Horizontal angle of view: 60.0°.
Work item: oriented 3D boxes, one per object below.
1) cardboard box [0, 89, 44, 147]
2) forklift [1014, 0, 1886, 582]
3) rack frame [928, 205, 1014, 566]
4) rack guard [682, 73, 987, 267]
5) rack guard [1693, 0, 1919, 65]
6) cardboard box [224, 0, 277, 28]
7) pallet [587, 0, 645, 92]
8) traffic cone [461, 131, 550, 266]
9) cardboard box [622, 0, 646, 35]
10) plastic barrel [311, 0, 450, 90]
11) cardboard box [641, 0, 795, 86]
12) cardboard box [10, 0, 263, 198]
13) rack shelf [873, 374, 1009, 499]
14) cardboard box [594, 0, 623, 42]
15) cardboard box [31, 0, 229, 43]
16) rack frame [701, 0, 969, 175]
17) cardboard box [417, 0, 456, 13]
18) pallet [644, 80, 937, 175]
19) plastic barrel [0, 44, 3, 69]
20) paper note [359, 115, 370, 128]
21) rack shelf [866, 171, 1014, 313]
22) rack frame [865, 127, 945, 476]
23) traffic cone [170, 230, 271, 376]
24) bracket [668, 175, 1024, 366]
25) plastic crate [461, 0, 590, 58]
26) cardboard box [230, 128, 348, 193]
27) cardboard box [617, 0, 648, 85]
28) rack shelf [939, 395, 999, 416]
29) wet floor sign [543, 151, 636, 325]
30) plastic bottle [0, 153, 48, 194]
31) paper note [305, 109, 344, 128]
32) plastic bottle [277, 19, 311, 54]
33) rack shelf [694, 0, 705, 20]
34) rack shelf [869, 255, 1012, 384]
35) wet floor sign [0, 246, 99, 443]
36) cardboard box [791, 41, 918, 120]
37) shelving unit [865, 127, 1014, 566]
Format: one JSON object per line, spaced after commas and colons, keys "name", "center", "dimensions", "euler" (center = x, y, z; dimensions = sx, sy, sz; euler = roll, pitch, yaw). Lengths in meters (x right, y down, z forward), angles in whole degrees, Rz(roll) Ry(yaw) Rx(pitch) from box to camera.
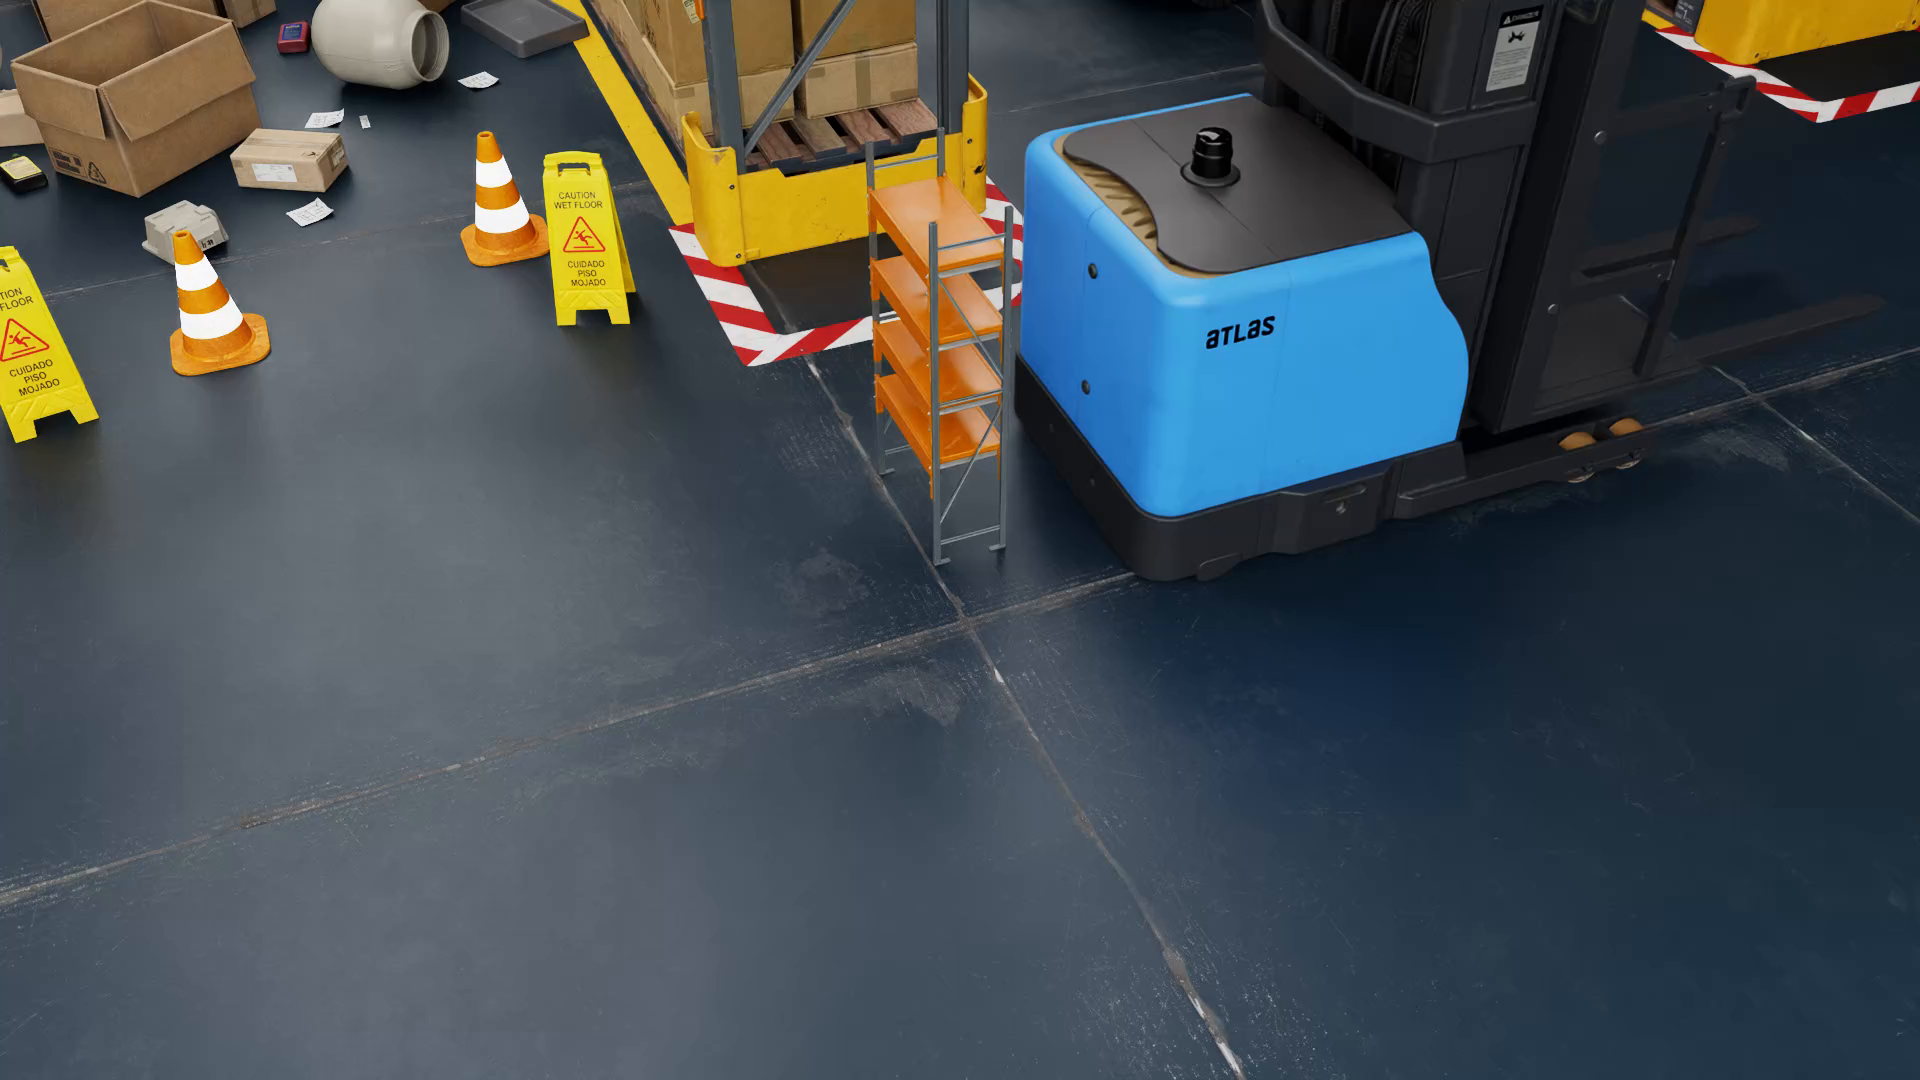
{"name": "cardboard box", "center": [-4.156, -1.894, 7.249], "dimensions": [0.396, 0.266, 0.258], "euler": [-8, 41, -9]}
{"name": "forklift", "center": [1.751, -1.603, 4.866], "dimensions": [3.031, 2.935, 1.130], "euler": [-15, 43, -17]}
{"name": "rack frame", "center": [0.030, -0.408, 4.804], "dimensions": [0.240, 1.200, 0.015], "euler": [-15, 43, -17]}
{"name": "rack guard", "center": [-0.479, -1.491, 6.601], "dimensions": [1.175, 0.500, 0.348], "euler": [-15, 43, -17]}
{"name": "rack guard", "center": [4.144, -2.671, 7.973], "dimensions": [1.175, 0.500, 0.348], "euler": [-15, 43, -17]}
{"name": "cardboard box", "center": [-3.652, -2.740, 8.232], "dimensions": [0.396, 0.266, 0.258], "euler": [19, 44, 20]}
{"name": "pallet", "center": [-1.220, -2.614, 8.127], "dimensions": [1.003, 0.211, 1.213], "euler": [-15, 43, -17]}
{"name": "traffic cone", "center": [-1.806, -1.368, 6.486], "dimensions": [0.336, 0.463, 0.334], "euler": [-15, 43, -17]}
{"name": "cardboard box", "center": [-1.200, -2.525, 7.098], "dimensions": [0.500, 0.500, 0.500], "euler": [-14, 43, -15]}
{"name": "plastic barrel", "center": [-2.639, -2.283, 7.580], "dimensions": [0.512, 0.421, 0.421], "euler": [12, 42, 13]}
{"name": "cardboard box", "center": [-0.997, -2.212, 6.733], "dimensions": [0.500, 0.500, 0.500], "euler": [-15, 43, -17]}
{"name": "cardboard box", "center": [-3.461, -1.873, 7.042], "dimensions": [0.637, 0.503, 0.797], "euler": [19, 44, 20]}
{"name": "rack shelf", "center": [-0.063, -0.353, 5.148], "dimensions": [0.258, 0.148, 0.480], "euler": [-15, 43, -17]}
{"name": "cardboard box", "center": [-1.404, -2.557, 7.710], "dimensions": [0.500, 0.250, 0.500], "euler": [-17, 43, -18]}
{"name": "cardboard box", "center": [-3.826, -2.486, 7.651], "dimensions": [0.797, 0.637, 0.503], "euler": [-15, 43, -17]}
{"name": "rack frame", "center": [-0.450, -2.393, 5.732], "dimensions": [1.000, 3.000, 0.127], "euler": [-15, 43, -17]}
{"name": "cardboard box", "center": [-2.828, -2.871, 8.203], "dimensions": [0.500, 0.500, 0.500], "euler": [12, 42, 13]}
{"name": "pallet", "center": [-0.757, -1.880, 7.274], "dimensions": [1.003, 0.211, 1.213], "euler": [-15, 43, -17]}
{"name": "plastic barrel", "center": [-4.664, -2.229, 7.518], "dimensions": [0.512, 0.421, 0.421], "euler": [12, 42, 13]}
{"name": "paper note", "center": [-7.054, -5.641, 11.648], "dimensions": [3.823, 0.211, 13.979], "euler": [-15, 43, -17]}
{"name": "rack shelf", "center": [-0.063, -0.853, 4.719], "dimensions": [0.258, 0.148, 0.480], "euler": [-15, 43, -17]}
{"name": "rack frame", "center": [-0.157, -0.702, 5.146], "dimensions": [0.240, 1.200, 0.015], "euler": [-15, 43, -17]}
{"name": "traffic cone", "center": [-2.702, -0.887, 5.926], "dimensions": [0.336, 0.463, 0.334], "euler": [-15, 43, -17]}
{"name": "bracket", "center": [-0.346, -1.108, 6.538], "dimensions": [1.378, 0.001, 1.079], "euler": [-15, 43, -17]}
{"name": "plastic crate", "center": [-2.137, -2.545, 8.149], "dimensions": [0.402, 0.080, 0.583], "euler": [-31, 49, -31]}
{"name": "cardboard box", "center": [-2.817, -1.597, 6.993], "dimensions": [0.380, 0.149, 0.250], "euler": [5, 41, 6]}
{"name": "cardboard box", "center": [-1.199, -2.244, 7.345], "dimensions": [0.500, 0.250, 0.500], "euler": [-15, 43, -17]}
{"name": "rack shelf", "center": [-0.063, -0.525, 5.000], "dimensions": [0.199, 0.029, 0.442], "euler": [-15, 43, -17]}
{"name": "wet floor sign", "center": [-1.366, -1.119, 6.056], "dimensions": [0.267, 0.644, 0.232], "euler": [-2, 41, -2]}
{"name": "plastic bottle", "center": [-3.966, -1.552, 7.008], "dimensions": [0.133, 0.061, 0.283], "euler": [-31, 49, -31]}
{"name": "paper note", "center": [-2.837, -1.885, 7.427], "dimensions": [0.148, 0.019, 0.142], "euler": [-2, 41, -2]}
{"name": "plastic bottle", "center": [-3.219, -2.443, 8.044], "dimensions": [0.133, 0.061, 0.283], "euler": [-8, 41, -9]}
{"name": "rack shelf", "center": [-1.215, -3.325, 7.368], "dimensions": [1.077, 0.370, 4.000], "euler": [-15, 43, -17]}
{"name": "rack shelf", "center": [-0.063, -0.673, 4.873], "dimensions": [0.258, 0.148, 0.480], "euler": [-15, 43, -17]}
{"name": "wet floor sign", "center": [-3.144, -0.681, 5.547], "dimensions": [0.267, 0.644, 0.232], "euler": [-23, 46, -24]}
{"name": "cardboard box", "center": [-0.503, -2.065, 7.137], "dimensions": [0.500, 0.250, 0.500], "euler": [-15, 43, -17]}
{"name": "shelving unit", "center": [-0.063, -0.555, 4.975], "dimensions": [0.258, 1.200, 0.503], "euler": [-15, 43, -17]}
